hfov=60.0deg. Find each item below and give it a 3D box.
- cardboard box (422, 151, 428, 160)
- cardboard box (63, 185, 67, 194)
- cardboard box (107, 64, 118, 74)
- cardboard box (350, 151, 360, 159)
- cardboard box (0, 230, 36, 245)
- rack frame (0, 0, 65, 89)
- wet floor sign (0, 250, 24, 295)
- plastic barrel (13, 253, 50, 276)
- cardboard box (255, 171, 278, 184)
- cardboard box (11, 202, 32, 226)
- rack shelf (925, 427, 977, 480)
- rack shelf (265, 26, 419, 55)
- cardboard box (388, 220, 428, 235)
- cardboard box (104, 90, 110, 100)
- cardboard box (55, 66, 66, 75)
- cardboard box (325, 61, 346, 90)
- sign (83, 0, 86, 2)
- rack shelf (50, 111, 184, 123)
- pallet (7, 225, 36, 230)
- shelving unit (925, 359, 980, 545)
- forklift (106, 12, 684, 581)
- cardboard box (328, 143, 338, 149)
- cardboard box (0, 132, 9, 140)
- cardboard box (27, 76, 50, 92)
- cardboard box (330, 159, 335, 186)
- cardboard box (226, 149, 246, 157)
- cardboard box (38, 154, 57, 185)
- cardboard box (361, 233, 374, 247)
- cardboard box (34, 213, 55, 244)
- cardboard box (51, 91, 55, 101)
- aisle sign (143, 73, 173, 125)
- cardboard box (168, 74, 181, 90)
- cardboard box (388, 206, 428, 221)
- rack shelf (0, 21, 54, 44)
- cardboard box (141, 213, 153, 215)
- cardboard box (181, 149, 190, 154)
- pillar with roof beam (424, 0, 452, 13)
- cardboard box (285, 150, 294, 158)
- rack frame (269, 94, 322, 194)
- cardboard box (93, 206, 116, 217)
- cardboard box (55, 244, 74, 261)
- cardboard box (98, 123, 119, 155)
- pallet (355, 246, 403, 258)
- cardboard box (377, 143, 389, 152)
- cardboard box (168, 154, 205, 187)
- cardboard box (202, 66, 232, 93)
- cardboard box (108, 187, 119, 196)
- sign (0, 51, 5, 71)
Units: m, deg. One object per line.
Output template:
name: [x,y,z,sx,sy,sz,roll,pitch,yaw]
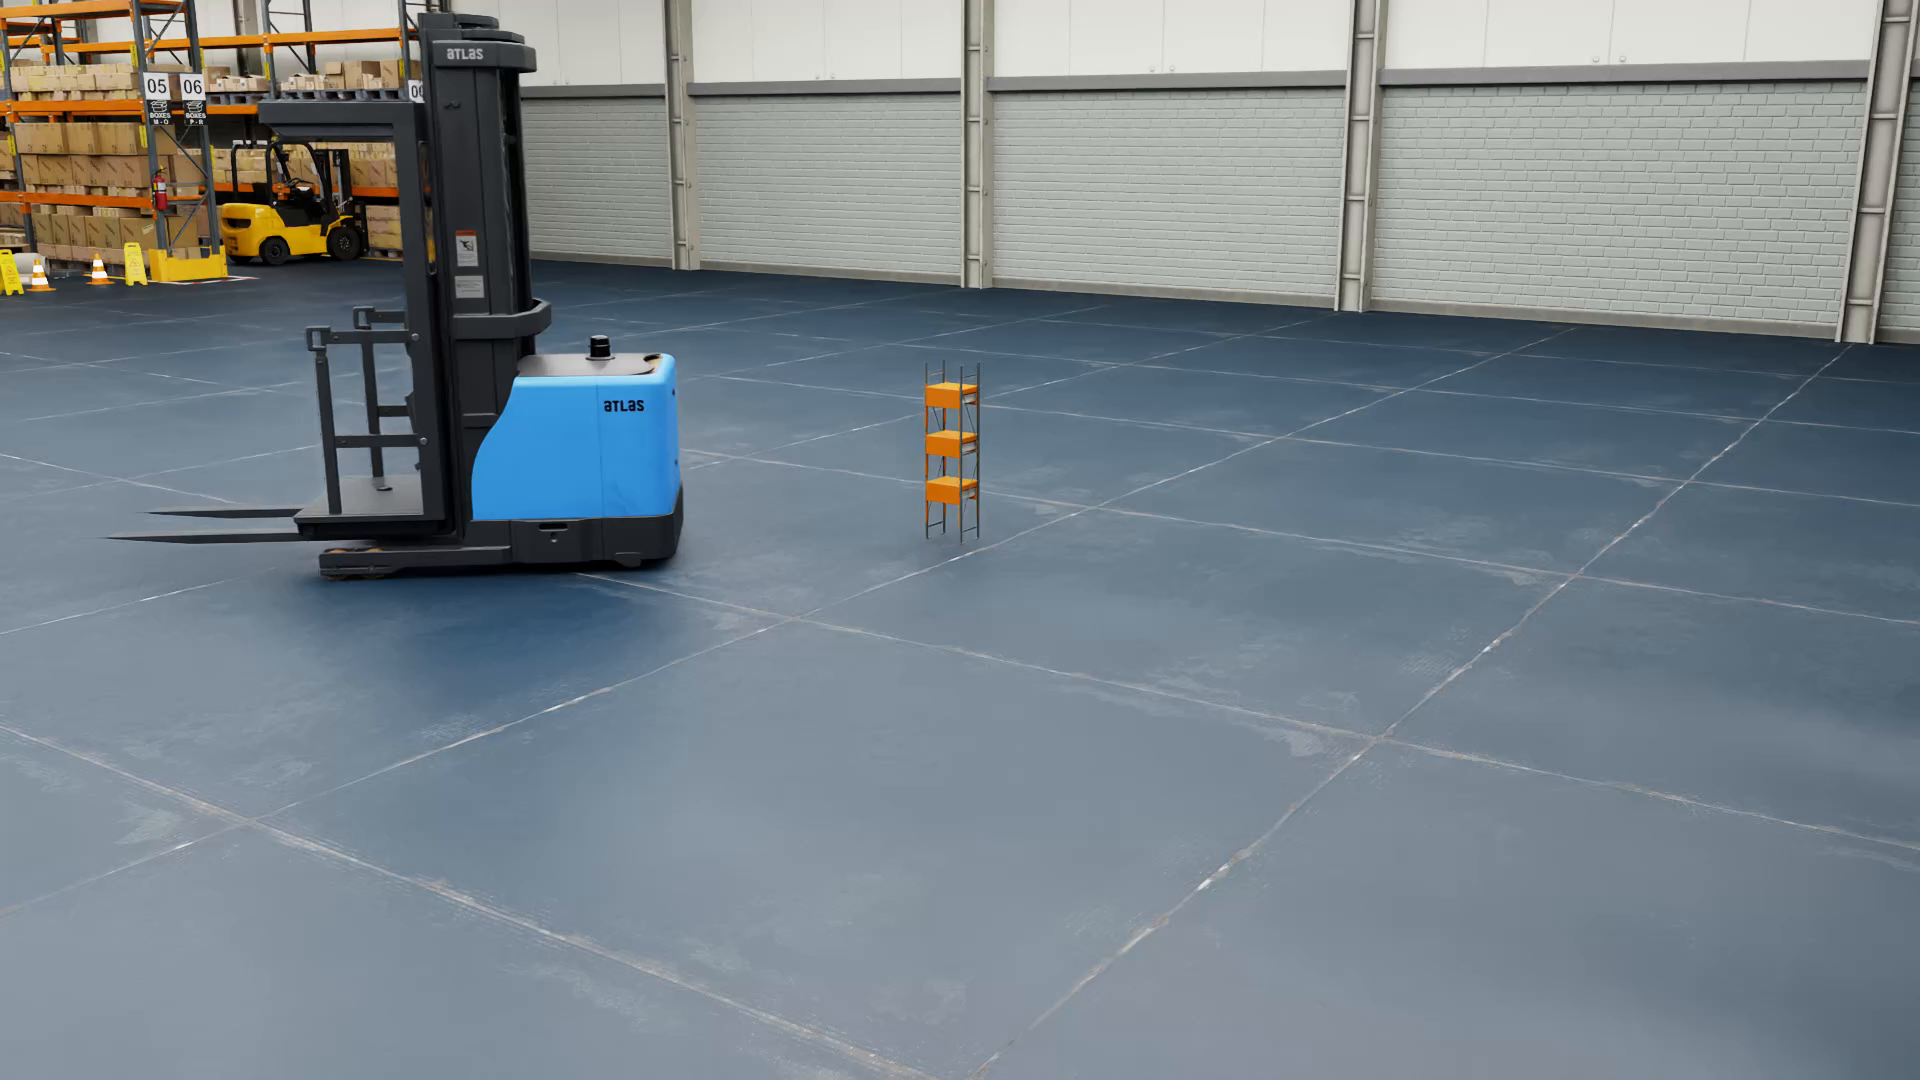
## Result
cardboard box: [-9.758,-7.126,30.808,0.250,0.149,0.380,9,16,31]
cardboard box: [-14.725,-5.860,27.778,0.250,0.149,0.380,9,17,33]
cardboard box: [-13.248,-7.455,26.318,0.250,0.149,0.380,9,16,32]
cardboard box: [-11.143,-7.186,31.053,0.250,0.149,0.380,9,17,33]
cardboard box: [-16.742,-5.305,29.606,0.625,0.372,0.950,10,17,36]
rack frame: [-15.707,-9.123,27.951,0.127,3.000,1.000,9,17,33]
wet floor sign: [-13.938,-3.922,24.325,0.232,0.644,0.267,6,15,23]
plastic barrel: [-14.947,-4.399,26.714,0.512,0.421,0.421,-4,14,-16]
cardboard box: [-13.504,-7.144,32.752,0.500,0.250,0.500,10,17,34]
cardboard box: [-21.372,-7.487,38.154,0.500,0.500,0.500,10,17,34]
rack shelf: [-0.044,-0.507,9.729,0.240,0.259,0.215,9,17,33]
rack shelf: [-11.281,-9.302,31.002,4.000,0.370,1.077,9,17,33]
cardboard box: [-10.200,-5.780,30.737,0.500,0.250,0.500,9,16,32]
cardboard box: [-13.440,-7.117,26.613,0.250,0.149,0.380,9,17,33]
cardboard box: [-14.517,-7.661,27.151,0.250,0.149,0.380,9,16,32]
cardboard box: [-11.383,-8.678,31.096,0.637,0.503,0.797,10,17,35]
sign: [-19.274,-11.828,36.604,0.005,0.325,0.100,9,17,33]
rack shelf: [-17.919,-9.113,35.649,4.000,0.370,1.077,9,17,33]
pallet: [-21.164,-7.176,38.374,1.213,0.211,1.003,9,17,33]
shelving unit: [-0.044,-0.517,9.726,0.252,1.050,0.215,9,17,33]
forklift: [-3.128,-1.339,9.131,3.031,2.935,1.130,-1,14,-6]
cardboard box: [-11.728,-7.450,31.501,0.250,0.149,0.380,9,17,33]
cardboard box: [-16.796,-7.030,28.927,0.250,0.149,0.380,9,16,31]
cardboard box: [-15.062,-7.558,27.563,0.500,0.250,0.500,9,17,32]
cardboard box: [-11.856,-7.004,31.667,0.500,0.500,0.500,9,17,32]
cardboard box: [-14.424,-7.732,33.257,0.250,0.149,0.380,9,17,33]
cardboard box: [-15.068,-6.227,27.908,0.500,0.500,0.500,9,17,33]
cardboard box: [-11.005,-5.672,31.340,0.500,0.250,0.500,9,17,33]
cardboard box: [-15.369,-5.311,28.325,0.500,0.500,0.500,10,17,35]
cardboard box: [-14.731,-7.318,27.422,0.250,0.149,0.380,9,16,31]
aisle sign: [-12.499,-6.871,25.925,0.004,0.787,0.394,9,17,33]
cardboard box: [-12.657,-7.323,26.614,0.500,0.250,0.500,9,16,32]
cardboard box: [-10.177,-6.019,30.663,0.500,0.250,0.500,10,17,35]
rack shelf: [-17.367,-8.848,29.169,4.000,0.370,1.077,9,17,33]
cardboard box: [-13.771,-5.212,27.925,0.500,0.500,0.500,10,17,34]
cardboard box: [-15.709,-7.935,34.077,0.250,0.149,0.380,10,17,34]
pillar with roof beam: [-12.099,-8.992,27.420,0.400,9.000,9.100,9,17,33]
cardboard box: [-12.823,-7.470,32.198,0.250,0.149,0.380,9,16,32]
rack frame: [-12.940,-7.201,32.672,0.127,3.000,1.000,9,17,33]
cardboard box: [-13.965,-5.384,27.269,0.250,0.149,0.380,10,17,35]
cardboard box: [-14.919,-4.878,28.135,0.500,0.250,0.500,10,17,36]
cardboard box: [-13.350,-6.447,26.718,0.500,0.500,0.700,9,17,33]
pallet: [-11.287,-5.569,31.882,1.213,0.211,1.003,9,17,33]
cardboard box: [-10.490,-7.235,30.632,0.250,0.149,0.380,10,17,34]
cardboard box: [-12.627,-5.987,26.937,0.500,0.500,0.500,9,16,32]
cardboard box: [-14.950,-9.213,33.264,0.500,0.500,0.500,10,17,34]
cardboard box: [-13.521,-5.639,26.885,0.250,0.149,0.380,10,17,34]
sign: [-16.014,-7.998,27.753,0.005,0.325,0.100,9,17,33]
